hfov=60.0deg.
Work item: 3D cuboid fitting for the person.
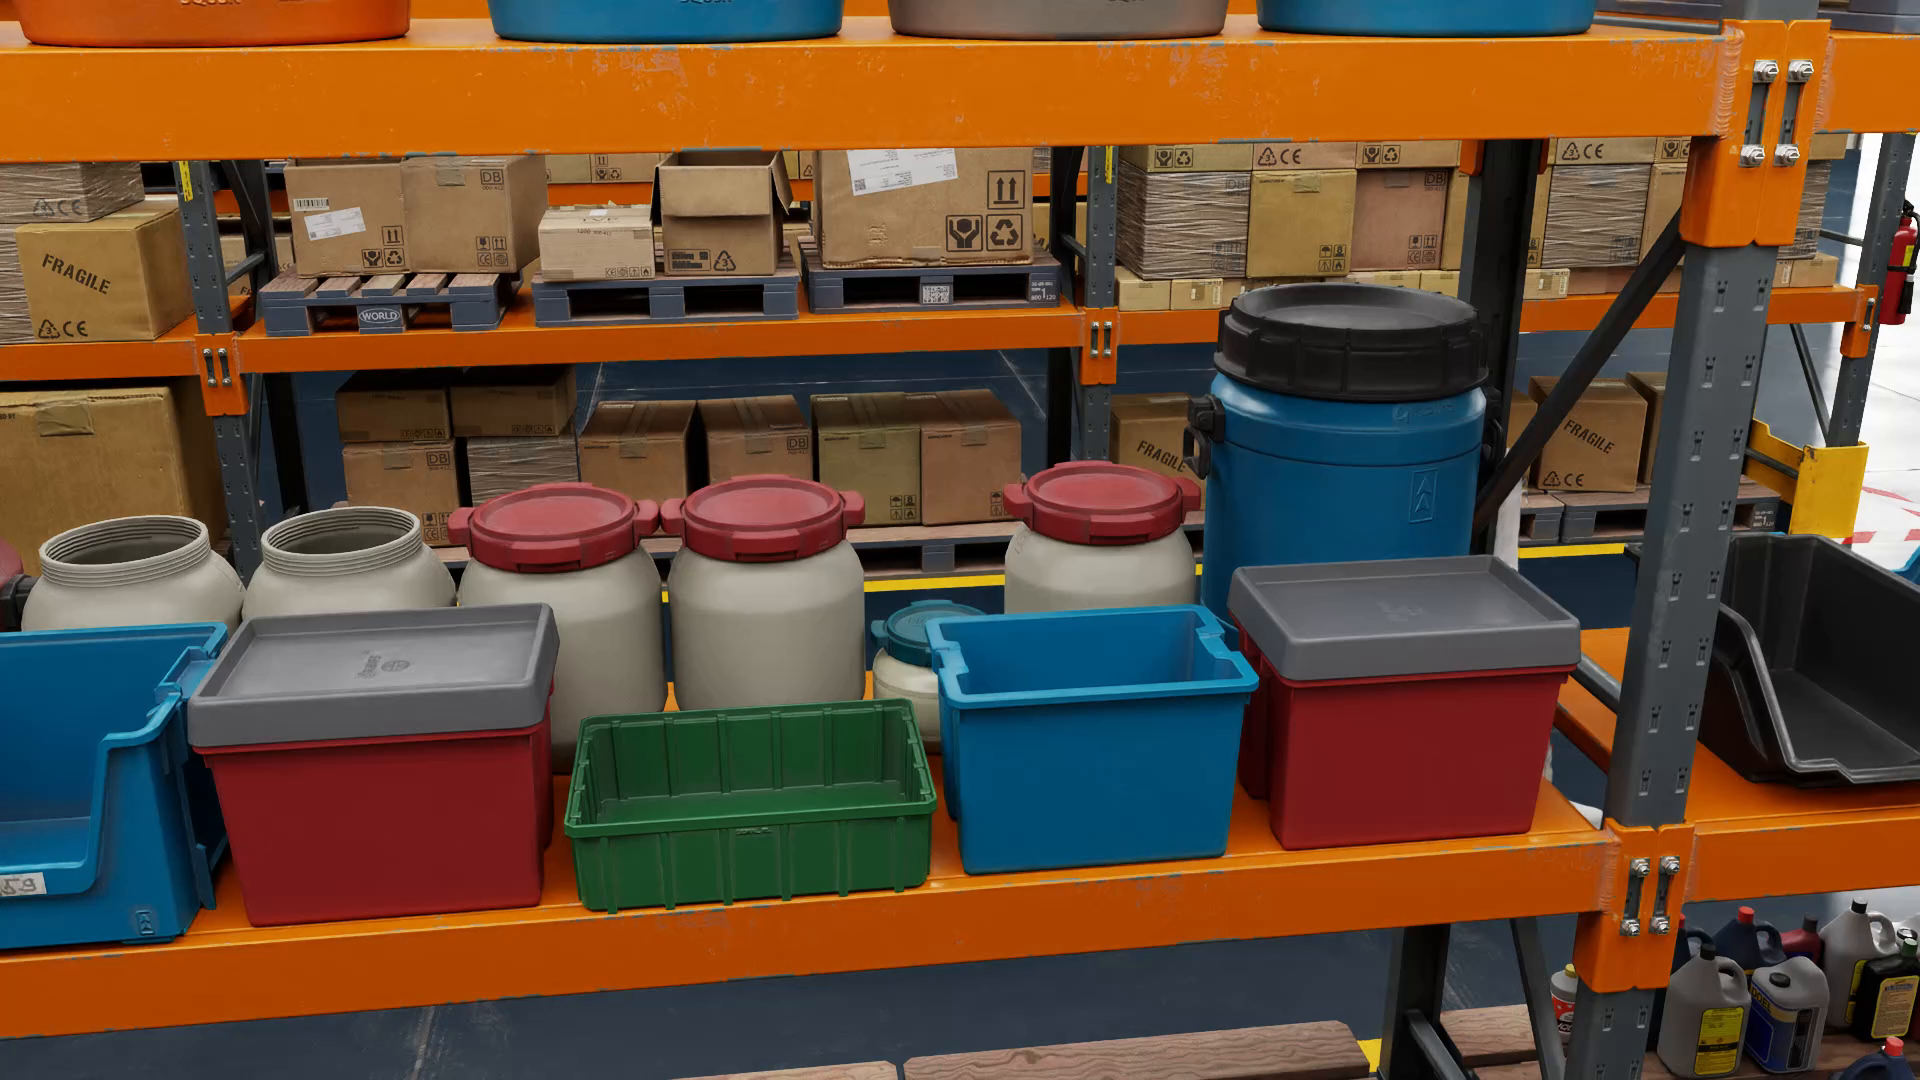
[{"bbox_3d":[1.683,0.191,5.561,1.102,1.733,0.609,-2,20,-6],"label":"person"}]
